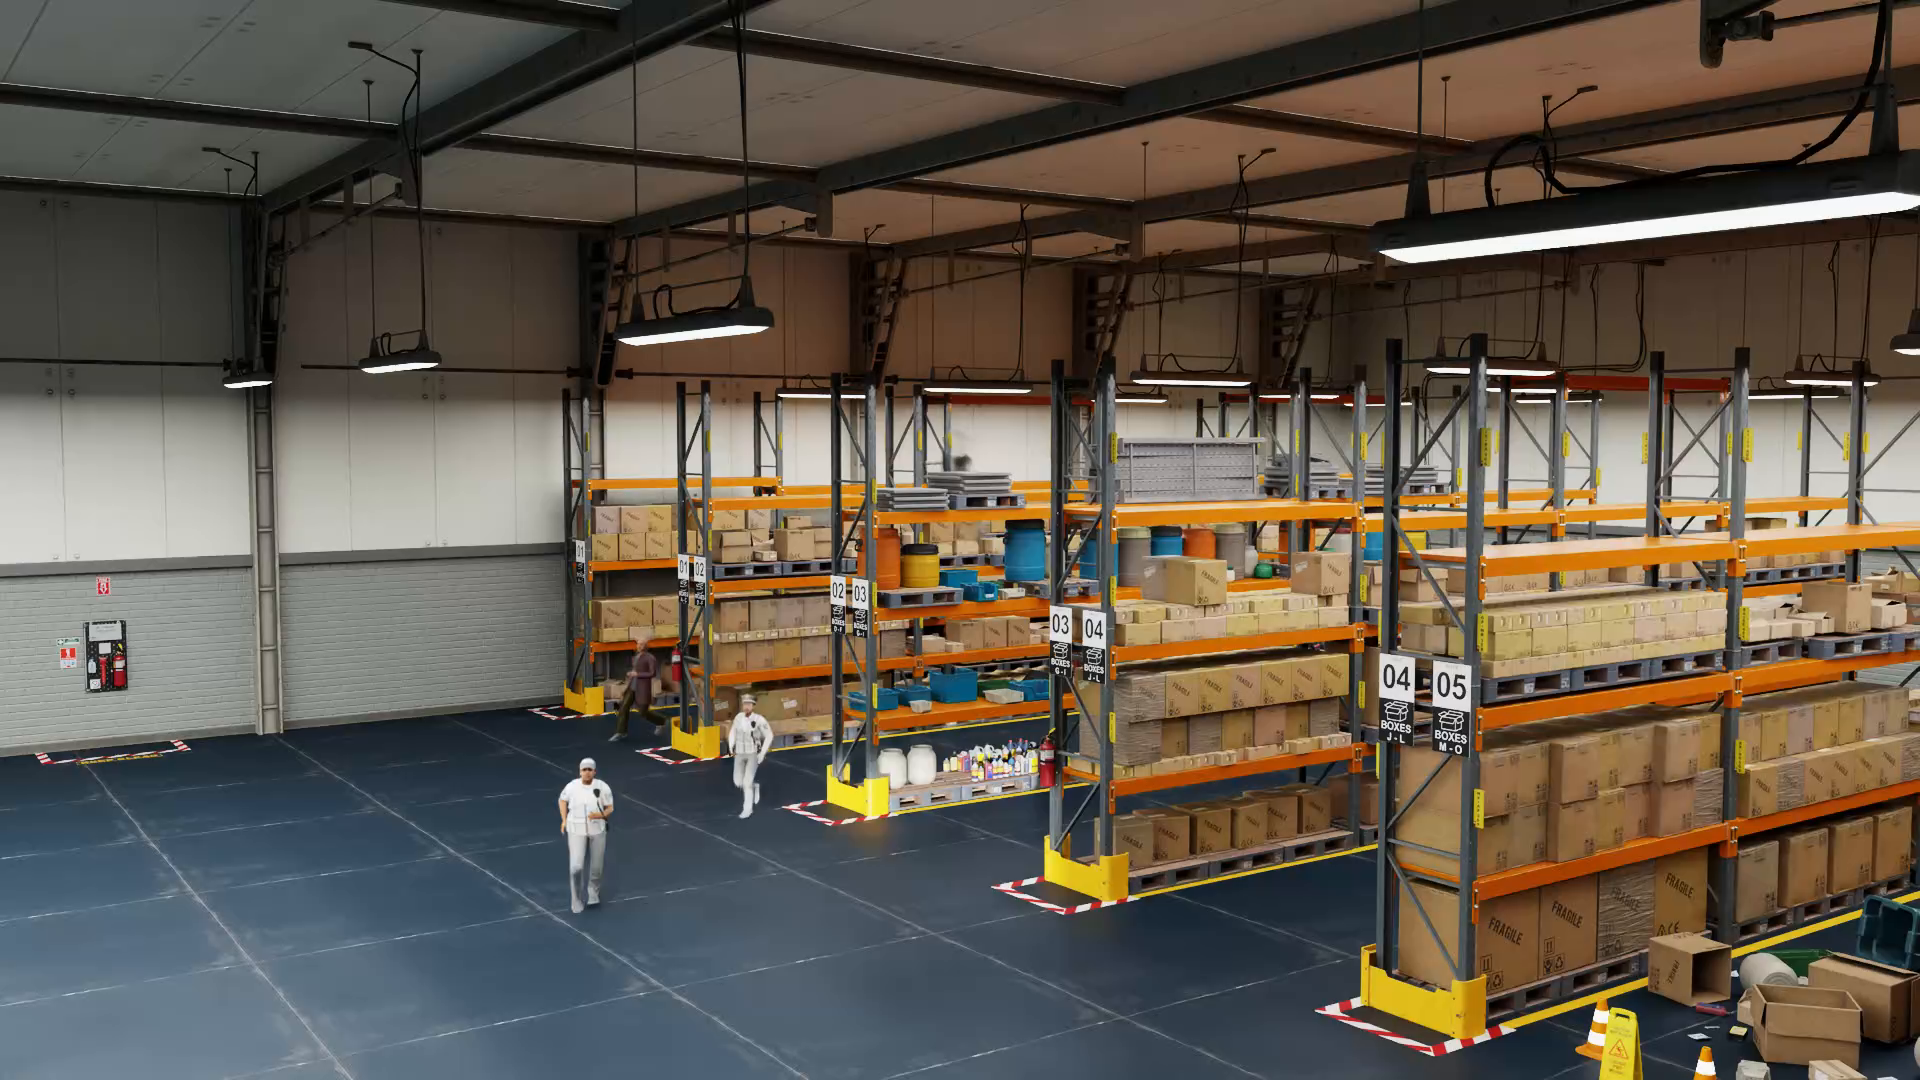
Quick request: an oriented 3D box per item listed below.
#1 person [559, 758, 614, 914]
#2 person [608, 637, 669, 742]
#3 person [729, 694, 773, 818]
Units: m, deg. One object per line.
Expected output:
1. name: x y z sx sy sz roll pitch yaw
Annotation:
1. person: -4.028 3.193 17.948 0.577 1.669 0.682 -1 4 -14
2. person: -5.353 2.610 27.986 0.727 1.565 1.013 3 5 43
3. person: -2.850 2.901 22.555 0.655 1.667 0.536 1 4 22
